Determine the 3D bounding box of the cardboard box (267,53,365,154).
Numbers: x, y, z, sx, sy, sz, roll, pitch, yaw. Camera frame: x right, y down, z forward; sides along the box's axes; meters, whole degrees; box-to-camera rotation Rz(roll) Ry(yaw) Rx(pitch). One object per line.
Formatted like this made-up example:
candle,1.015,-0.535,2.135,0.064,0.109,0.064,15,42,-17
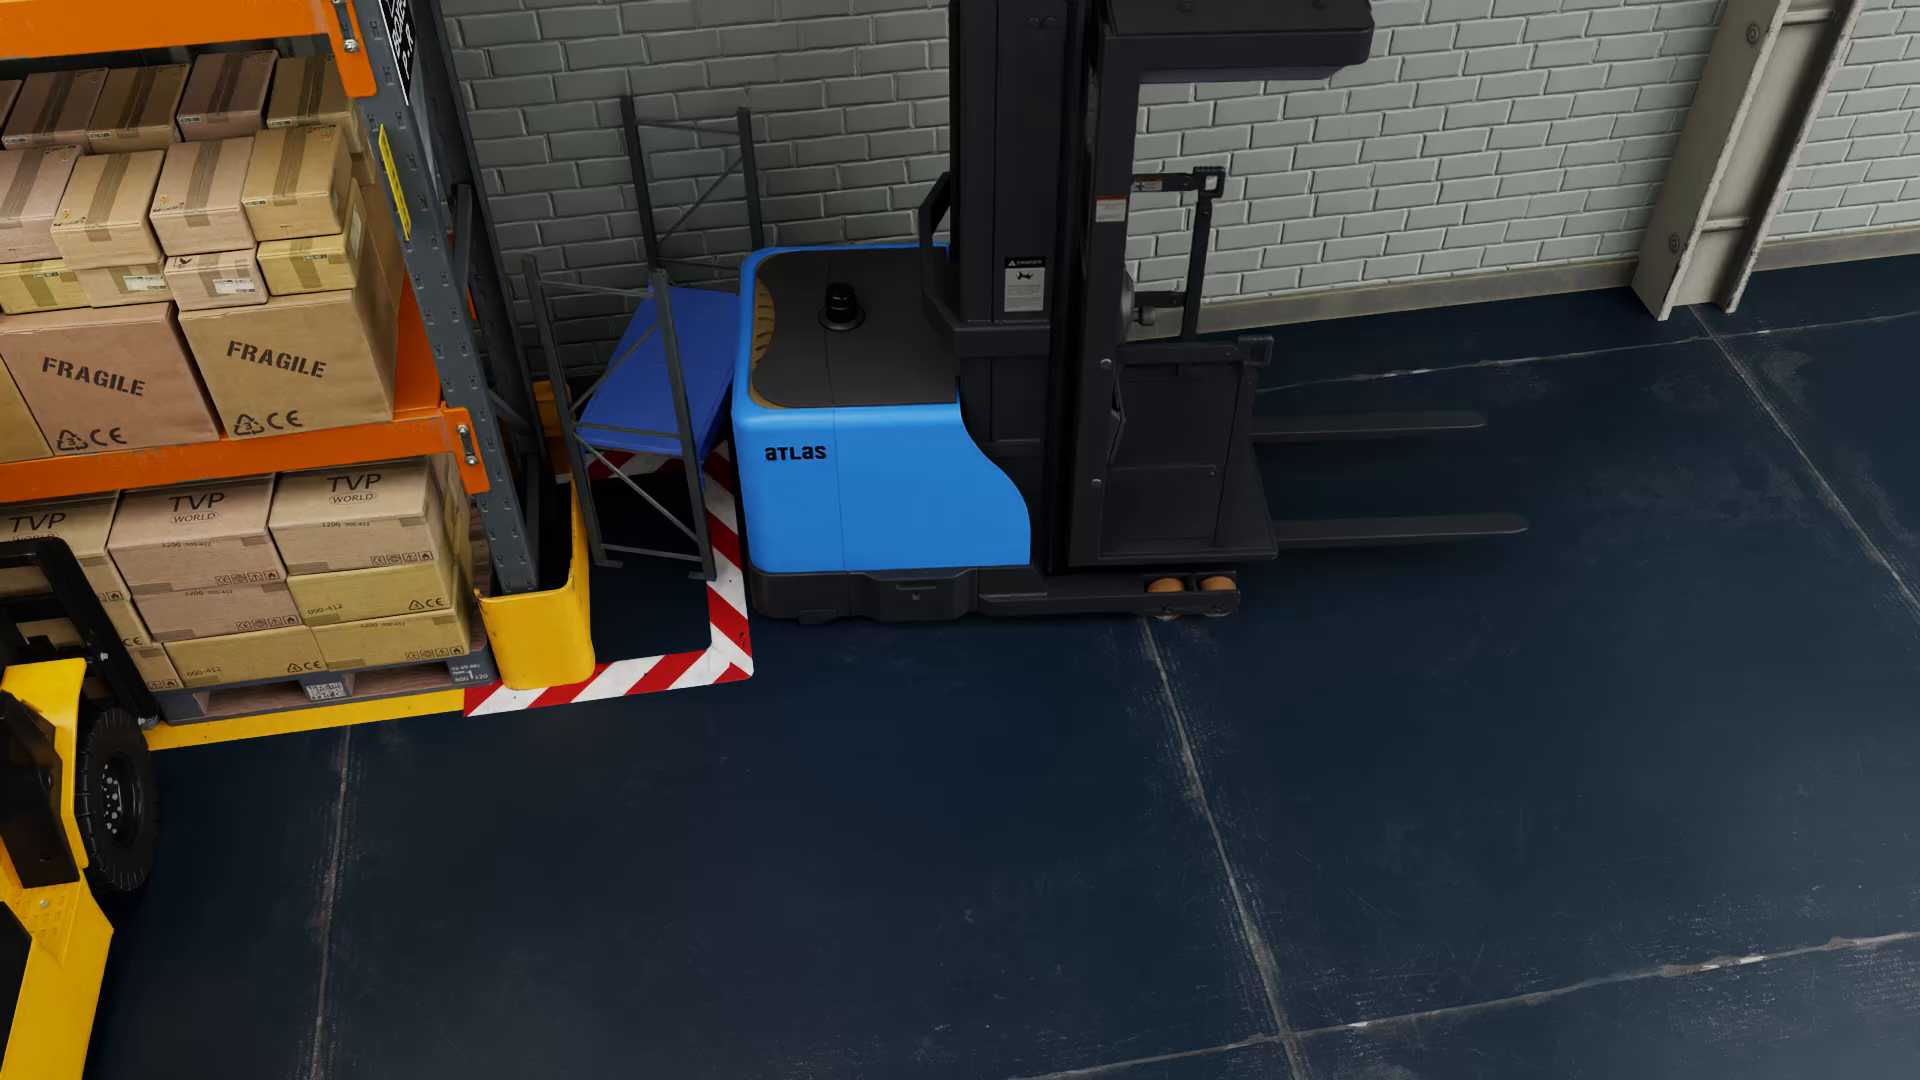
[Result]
cardboard box,-2.030,-1.377,5.267,0.250,0.149,0.380,-8,47,-8

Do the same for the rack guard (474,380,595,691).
rack guard,-1.638,-0.039,6.441,0.348,0.500,1.175,-7,46,-7

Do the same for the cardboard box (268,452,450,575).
cardboard box,-2.063,-0.164,5.749,0.500,0.250,0.500,-6,46,-5

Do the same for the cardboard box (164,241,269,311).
cardboard box,-2.203,-0.870,4.985,0.250,0.149,0.380,-6,46,-6

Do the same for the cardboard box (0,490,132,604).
cardboard box,-3.060,-0.028,5.618,0.500,0.250,0.500,-7,46,-6

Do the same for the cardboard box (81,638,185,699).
cardboard box,-3.057,0.296,6.000,0.500,0.250,0.500,-7,46,-6

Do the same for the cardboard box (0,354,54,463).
cardboard box,-3.120,-0.571,5.148,0.500,0.500,0.500,-8,47,-8

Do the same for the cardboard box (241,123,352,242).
cardboard box,-1.979,-1.073,4.975,0.250,0.149,0.380,-7,46,-7

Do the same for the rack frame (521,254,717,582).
rack frame,-1.219,-0.399,6.090,0.500,1.500,0.032,7,47,8

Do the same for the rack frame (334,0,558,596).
rack frame,-1.662,-0.904,5.538,0.127,3.000,1.000,-7,46,-7

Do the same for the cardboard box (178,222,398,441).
cardboard box,-2.102,-0.692,5.264,0.500,0.500,0.500,-8,47,-8

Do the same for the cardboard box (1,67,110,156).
cardboard box,-2.797,-1.306,5.199,0.250,0.149,0.380,-7,46,-7

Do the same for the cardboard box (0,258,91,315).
cardboard box,-2.715,-0.859,4.975,0.250,0.149,0.380,-7,47,-7

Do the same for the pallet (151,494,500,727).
pallet,-2.409,0.187,6.423,1.213,0.211,1.003,-7,46,-7

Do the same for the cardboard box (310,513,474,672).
cardboard box,-2.071,0.187,6.105,0.500,0.250,0.500,-7,46,-7

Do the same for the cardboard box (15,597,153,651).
cardboard box,-3.090,0.145,5.798,0.500,0.250,0.500,-8,47,-8

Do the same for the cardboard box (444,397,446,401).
cardboard box,-2.168,-0.518,6.089,0.500,0.250,0.500,-8,47,-7

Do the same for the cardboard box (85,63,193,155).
cardboard box,-2.551,-1.326,5.218,0.250,0.149,0.380,-6,46,-6

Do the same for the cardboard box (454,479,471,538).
cardboard box,-2.179,-0.174,6.452,0.500,0.250,0.500,-7,46,-7

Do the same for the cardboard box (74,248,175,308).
cardboard box,-2.469,-0.881,4.996,0.250,0.149,0.380,-6,46,-6

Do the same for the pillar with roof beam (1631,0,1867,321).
pillar with roof beam,4.144,-1.221,1.678,0.400,9.000,9.100,-7,46,-7

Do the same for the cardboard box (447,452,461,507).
cardboard box,-2.161,-0.358,6.283,0.500,0.250,0.500,-6,46,-6

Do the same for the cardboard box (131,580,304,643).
cardboard box,-2.584,0.067,5.873,0.500,0.250,0.500,-8,47,-7

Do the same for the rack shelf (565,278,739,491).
rack shelf,-1.123,-0.634,6.566,0.538,0.185,1.000,7,47,8

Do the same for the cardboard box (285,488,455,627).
cardboard box,-2.088,0.013,5.925,0.500,0.250,0.500,-8,47,-7

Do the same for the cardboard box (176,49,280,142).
cardboard box,-2.302,-1.389,5.279,0.250,0.149,0.380,-6,46,-5

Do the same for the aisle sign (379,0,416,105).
aisle sign,-1.547,-1.605,4.408,0.004,0.787,0.394,-7,46,-7

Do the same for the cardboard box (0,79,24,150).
cardboard box,-3.053,-1.256,5.151,0.250,0.149,0.380,-6,46,-6

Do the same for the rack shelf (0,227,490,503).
rack shelf,-3.633,-0.408,5.560,4.000,0.370,1.077,-7,46,-7

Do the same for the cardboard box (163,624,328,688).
cardboard box,-2.563,0.241,6.053,0.500,0.250,0.500,-7,46,-7

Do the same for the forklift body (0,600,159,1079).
forklift body,-3.220,0.918,4.372,1.214,2.155,2.313,-7,46,-7

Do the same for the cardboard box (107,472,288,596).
cardboard box,-2.565,-0.097,5.684,0.500,0.250,0.500,-6,46,-6

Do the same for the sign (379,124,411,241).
sign,-1.583,-1.001,4.663,0.005,0.325,0.100,-7,46,-7

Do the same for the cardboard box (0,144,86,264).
cardboard box,-2.728,-0.992,4.896,0.250,0.149,0.380,-7,46,-7

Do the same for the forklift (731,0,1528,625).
forklift,0.689,-1.093,5.768,3.031,2.935,1.130,-2,46,-2

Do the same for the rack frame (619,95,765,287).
rack frame,-1.030,-1.118,6.783,0.500,1.500,0.032,7,47,8

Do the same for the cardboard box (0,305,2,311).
cardboard box,-2.970,-0.792,4.911,0.250,0.149,0.380,-8,47,-8

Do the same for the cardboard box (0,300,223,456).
cardboard box,-2.615,-0.634,5.209,0.500,0.500,0.500,-6,46,-6

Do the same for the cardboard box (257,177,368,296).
cardboard box,-1.956,-0.922,5.036,0.250,0.149,0.380,-6,46,-6

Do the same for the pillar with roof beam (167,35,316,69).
pillar with roof beam,-1.768,-0.484,0.968,0.400,9.000,9.100,-7,46,-7

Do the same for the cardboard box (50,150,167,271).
cardboard box,-2.470,-0.969,4.875,0.250,0.149,0.380,-6,46,-6

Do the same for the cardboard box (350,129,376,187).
cardboard box,-2.041,-1.306,5.405,0.250,0.149,0.380,-8,47,-8

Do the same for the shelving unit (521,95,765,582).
shelving unit,-1.124,-0.759,6.436,0.538,1.500,1.048,7,47,8

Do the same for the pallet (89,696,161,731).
pallet,-3.608,0.335,6.281,1.213,0.211,1.003,-7,46,-7

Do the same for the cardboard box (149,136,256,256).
cardboard box,-2.217,-1.021,4.924,0.250,0.149,0.380,-7,46,-7

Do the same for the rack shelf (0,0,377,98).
rack shelf,-3.633,-1.449,4.480,4.000,0.370,1.077,-7,46,-7

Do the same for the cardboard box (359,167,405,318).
cardboard box,-2.198,-1.075,5.633,0.500,0.500,0.500,-6,46,-5
